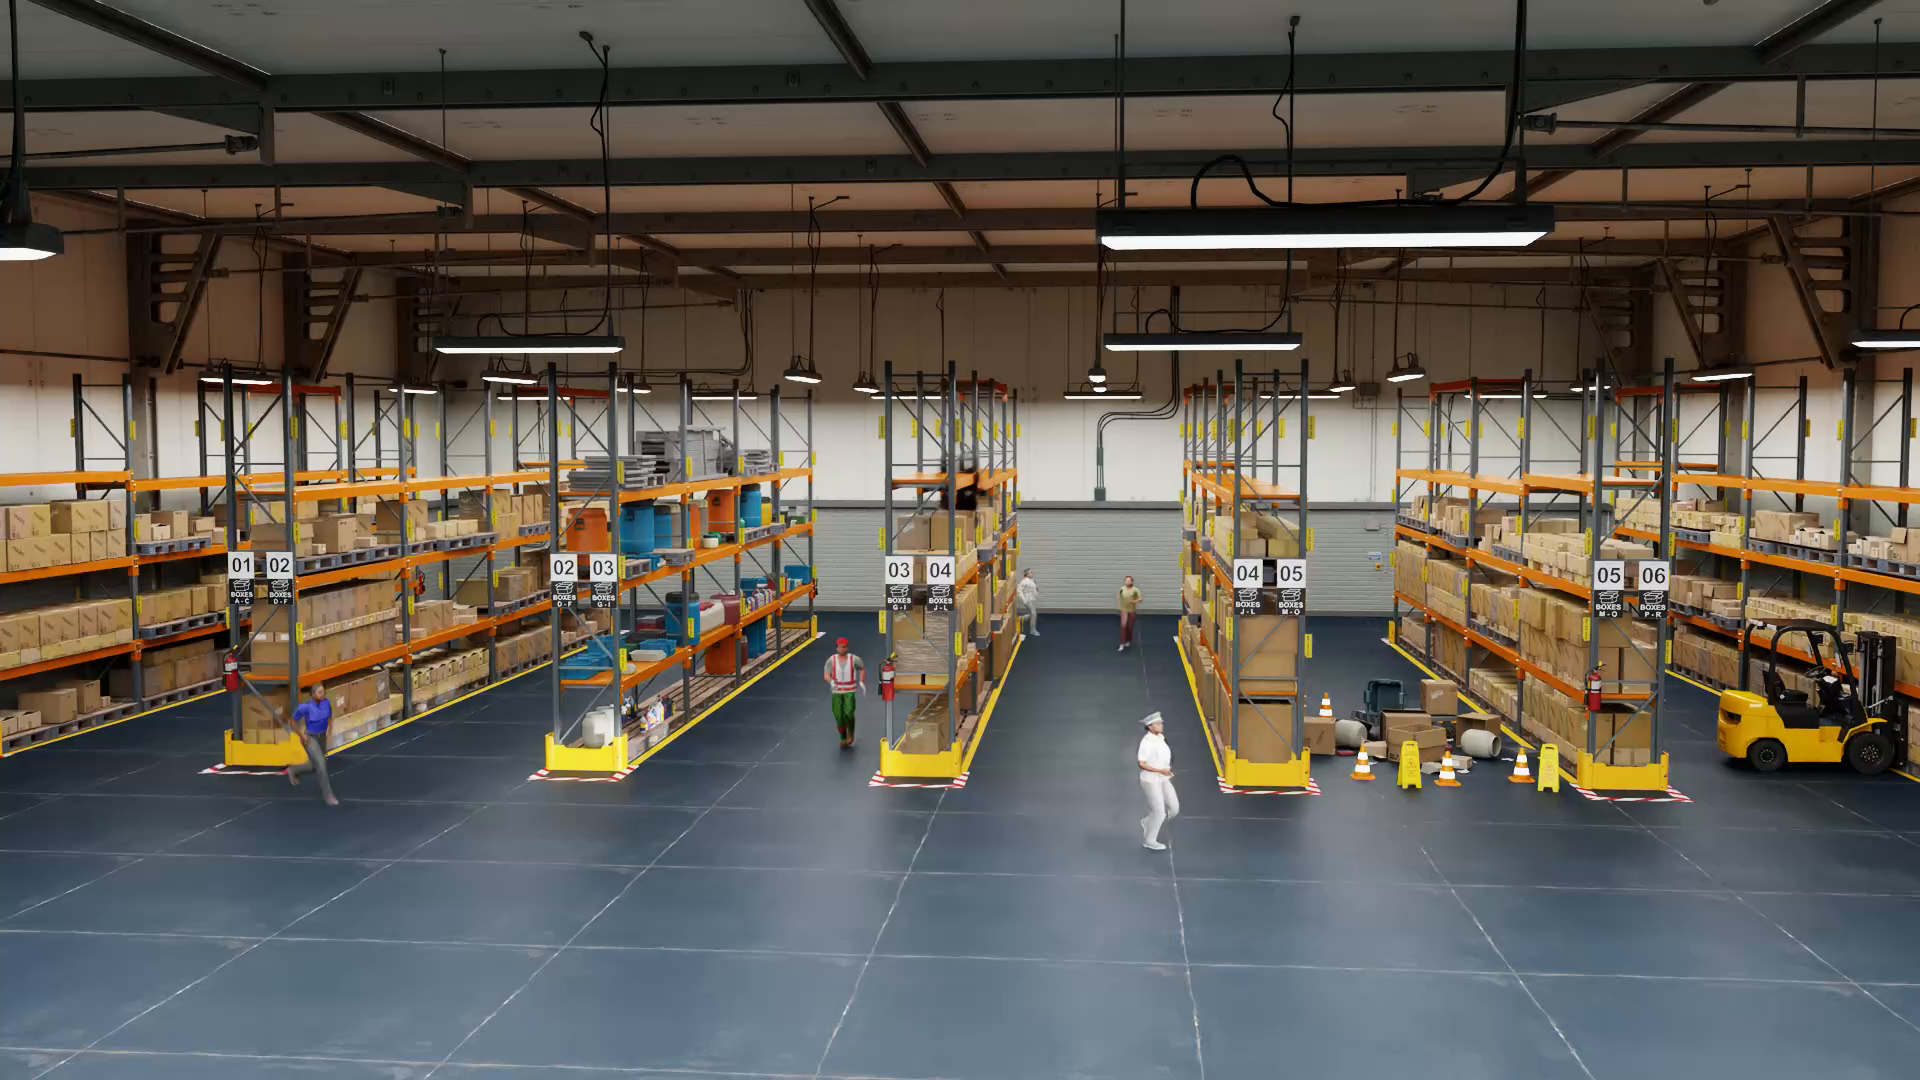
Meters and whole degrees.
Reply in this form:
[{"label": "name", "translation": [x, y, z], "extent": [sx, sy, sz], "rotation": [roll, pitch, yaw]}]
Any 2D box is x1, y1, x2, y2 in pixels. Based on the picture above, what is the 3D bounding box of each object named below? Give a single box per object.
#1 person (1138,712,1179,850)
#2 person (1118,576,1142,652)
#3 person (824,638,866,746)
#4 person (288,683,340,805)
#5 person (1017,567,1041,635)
[{"label": "person", "translation": [2.369, 2.866, 19.847], "extent": [0.568, 1.654, 0.570], "rotation": [3, 5, 38]}, {"label": "person", "translation": [3.884, 1.669, 38.019], "extent": [0.576, 1.676, 0.850], "rotation": [1, 4, 9]}, {"label": "person", "translation": [-1.816, 2.397, 26.128], "extent": [0.654, 1.737, 0.710], "rotation": [0, 4, 3]}, {"label": "person", "translation": [-8.760, 2.736, 22.445], "extent": [0.996, 1.654, 0.575], "rotation": [2, 4, 29]}, {"label": "person", "translation": [1.664, 1.496, 40.839], "extent": [0.714, 1.680, 0.657], "rotation": [2, 4, 26]}]
